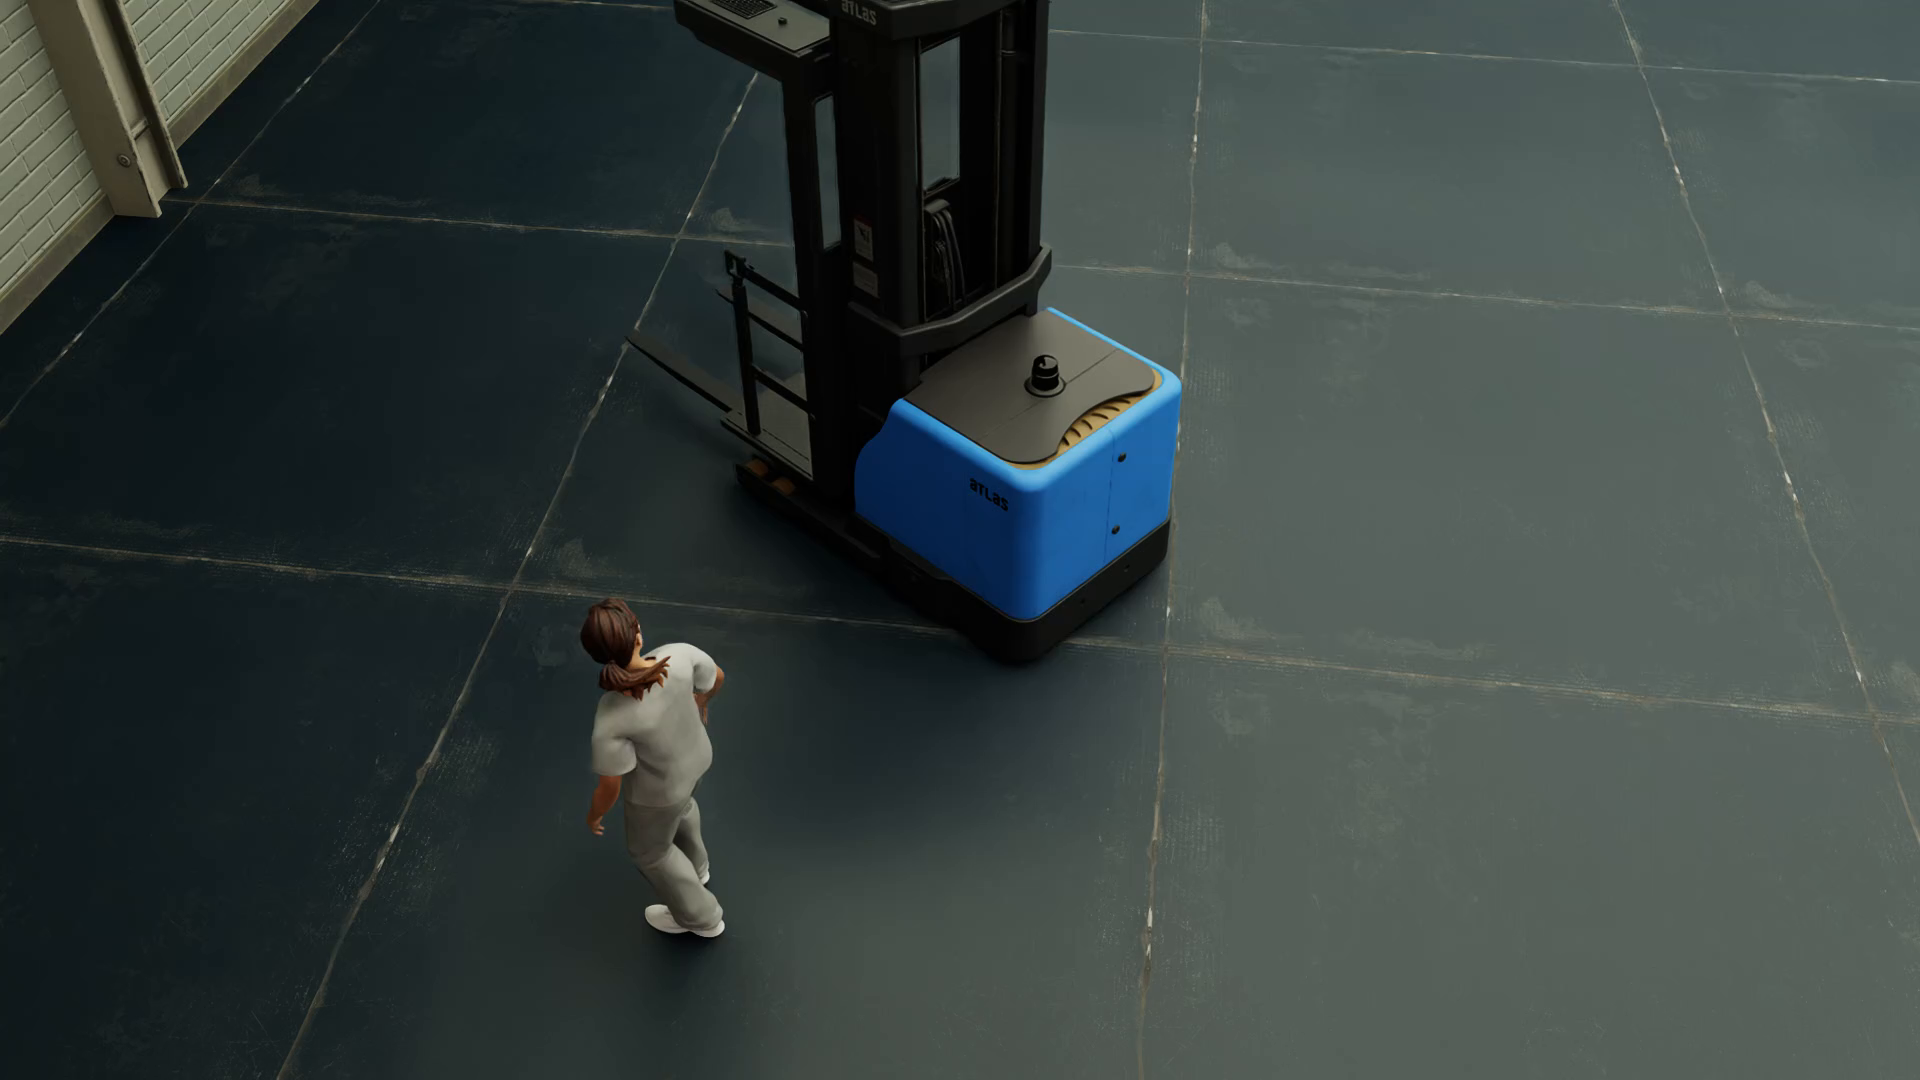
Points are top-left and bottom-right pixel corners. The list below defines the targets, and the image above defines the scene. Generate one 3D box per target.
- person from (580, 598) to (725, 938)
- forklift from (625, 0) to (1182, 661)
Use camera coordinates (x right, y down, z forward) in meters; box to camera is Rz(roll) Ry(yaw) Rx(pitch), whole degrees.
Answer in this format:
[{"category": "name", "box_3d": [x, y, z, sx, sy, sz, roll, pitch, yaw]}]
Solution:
[{"category": "person", "box_3d": [-1.101, 0.795, 5.806, 0.482, 1.653, 0.646, 18, 46, 19]}, {"category": "forklift", "box_3d": [-0.444, -1.441, 7.293, 3.031, 2.935, 1.130, 33, 52, 31]}]
